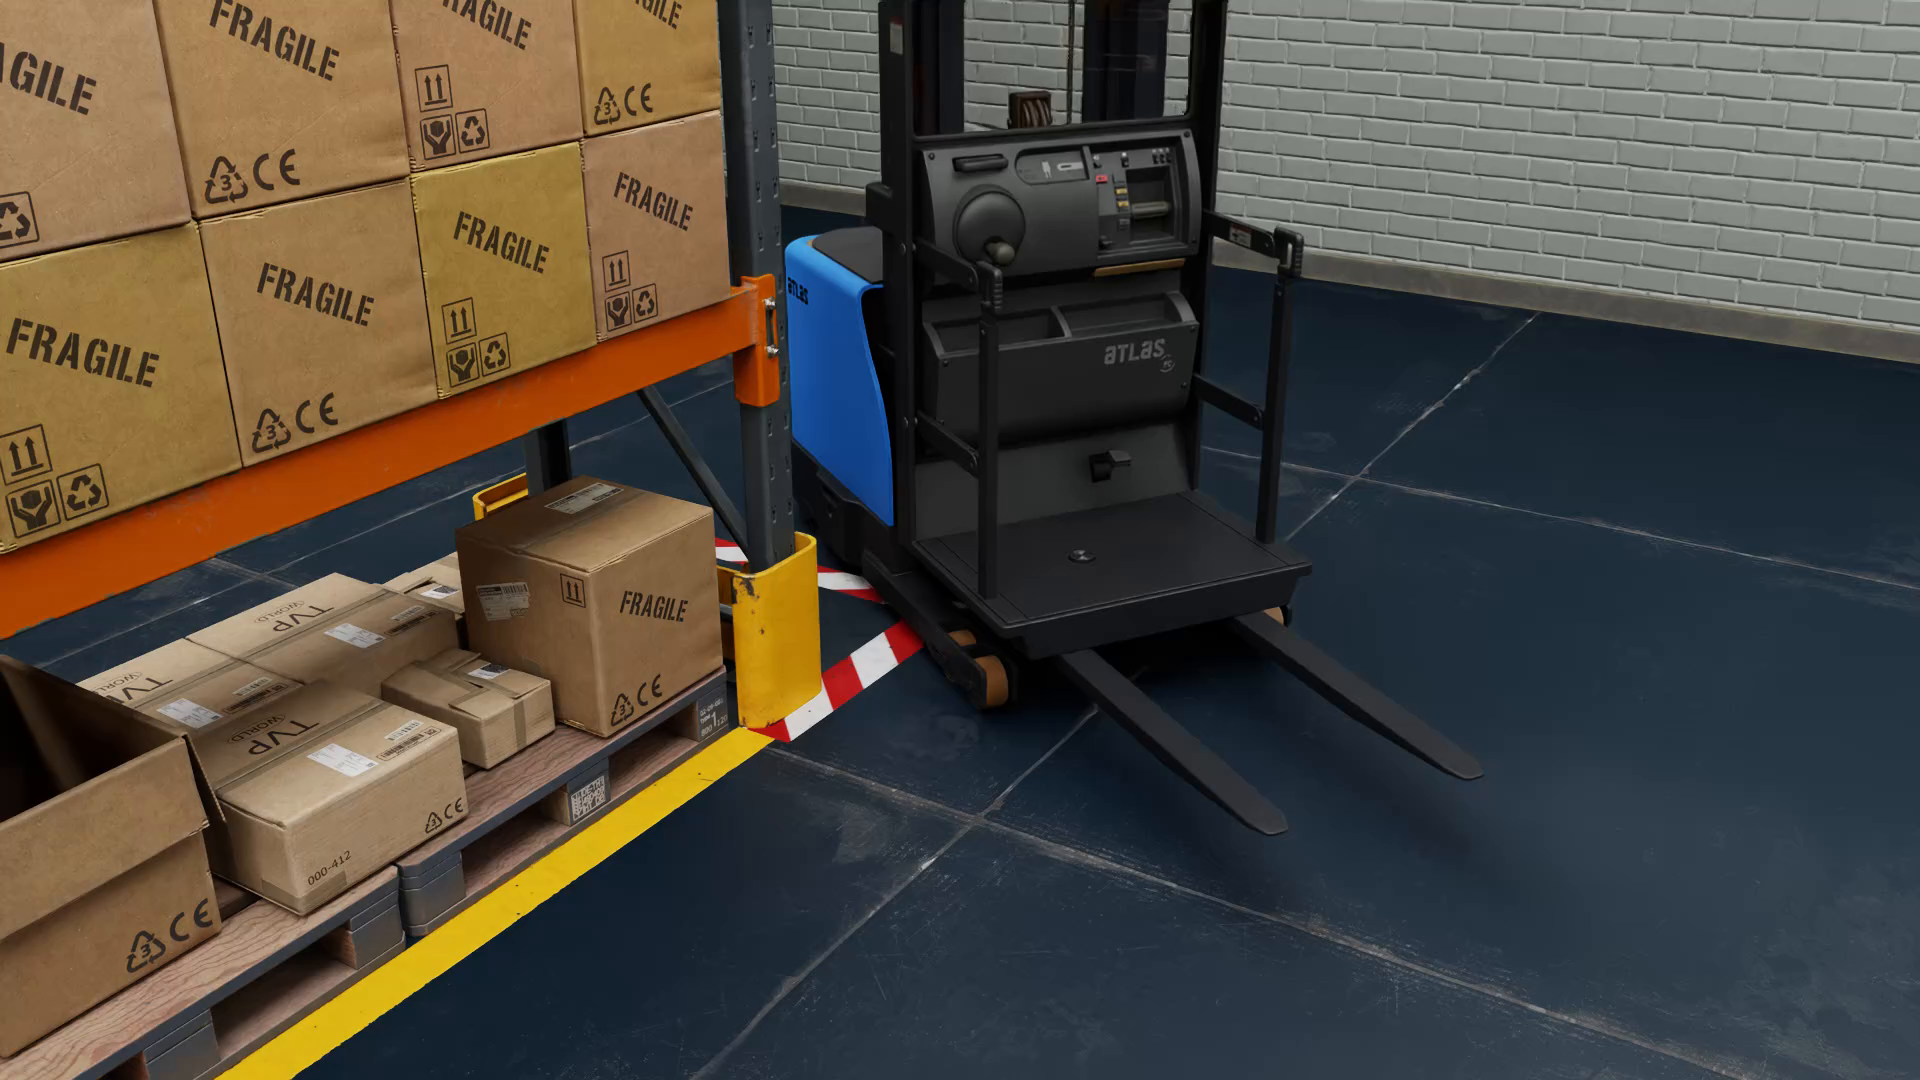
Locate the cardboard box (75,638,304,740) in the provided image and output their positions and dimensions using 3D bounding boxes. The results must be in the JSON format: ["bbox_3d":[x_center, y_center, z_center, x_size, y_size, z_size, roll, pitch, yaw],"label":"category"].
[{"bbox_3d":[-2.008,0.511,4.201,0.500,0.250,0.500,14,27,29],"label":"cardboard box"}]

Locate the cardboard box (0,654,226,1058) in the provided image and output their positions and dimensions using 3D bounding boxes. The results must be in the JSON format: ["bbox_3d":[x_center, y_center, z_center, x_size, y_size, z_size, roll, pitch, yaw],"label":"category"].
[{"bbox_3d":[-2.076,0.648,3.566,0.797,0.503,0.637,14,27,29],"label":"cardboard box"}]

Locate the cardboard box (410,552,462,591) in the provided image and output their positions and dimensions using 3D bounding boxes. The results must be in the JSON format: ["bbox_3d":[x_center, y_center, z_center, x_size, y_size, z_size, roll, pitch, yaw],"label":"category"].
[{"bbox_3d":[-1.465,0.165,5.128,0.380,0.149,0.250,14,27,29],"label":"cardboard box"}]

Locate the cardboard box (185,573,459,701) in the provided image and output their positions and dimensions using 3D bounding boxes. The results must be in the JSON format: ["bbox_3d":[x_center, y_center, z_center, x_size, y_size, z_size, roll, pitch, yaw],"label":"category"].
[{"bbox_3d":[-1.744,0.342,4.591,0.500,0.250,0.500,14,27,29],"label":"cardboard box"}]

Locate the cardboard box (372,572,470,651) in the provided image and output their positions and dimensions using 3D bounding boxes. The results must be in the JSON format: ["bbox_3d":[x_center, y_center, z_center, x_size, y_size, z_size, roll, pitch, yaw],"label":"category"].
[{"bbox_3d":[-1.597,0.241,4.929,0.380,0.166,0.250,14,27,29],"label":"cardboard box"}]

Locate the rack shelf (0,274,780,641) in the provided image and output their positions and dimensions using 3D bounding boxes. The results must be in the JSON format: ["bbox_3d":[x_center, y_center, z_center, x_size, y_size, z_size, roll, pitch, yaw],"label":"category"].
[{"bbox_3d":[-2.007,-0.005,3.392,1.077,0.370,4.000,14,27,29],"label":"rack shelf"}]

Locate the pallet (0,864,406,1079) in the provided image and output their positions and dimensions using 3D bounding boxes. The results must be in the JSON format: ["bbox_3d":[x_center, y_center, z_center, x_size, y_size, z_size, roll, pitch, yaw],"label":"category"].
[{"bbox_3d":[-2.057,0.974,3.734,1.003,0.211,1.213,14,27,29],"label":"pallet"}]

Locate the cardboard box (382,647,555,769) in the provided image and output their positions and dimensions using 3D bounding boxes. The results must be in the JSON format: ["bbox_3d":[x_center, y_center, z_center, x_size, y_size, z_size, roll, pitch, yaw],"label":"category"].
[{"bbox_3d":[-1.320,0.441,4.469,0.380,0.166,0.250,14,27,29],"label":"cardboard box"}]

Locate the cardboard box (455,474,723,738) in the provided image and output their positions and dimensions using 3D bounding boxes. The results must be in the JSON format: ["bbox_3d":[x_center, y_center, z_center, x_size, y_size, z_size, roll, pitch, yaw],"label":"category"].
[{"bbox_3d":[-1.030,0.170,4.675,0.500,0.500,0.500,14,27,29],"label":"cardboard box"}]

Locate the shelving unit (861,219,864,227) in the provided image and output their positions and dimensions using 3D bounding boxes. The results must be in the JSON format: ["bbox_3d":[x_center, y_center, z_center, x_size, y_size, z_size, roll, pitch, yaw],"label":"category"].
[{"bbox_3d":[-0.233,-0.760,6.684,0.252,1.050,0.215,-10,25,-23],"label":"shelving unit"}]

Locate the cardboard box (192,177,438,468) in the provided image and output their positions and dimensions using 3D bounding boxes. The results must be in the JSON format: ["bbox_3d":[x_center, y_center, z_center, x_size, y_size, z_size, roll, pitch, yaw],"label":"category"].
[{"bbox_3d":[-1.496,-0.505,3.516,0.500,0.500,0.500,14,27,29],"label":"cardboard box"}]

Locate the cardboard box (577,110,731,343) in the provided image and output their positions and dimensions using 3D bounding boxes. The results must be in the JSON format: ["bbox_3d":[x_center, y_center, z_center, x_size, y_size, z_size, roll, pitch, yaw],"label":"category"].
[{"bbox_3d":[-0.957,-0.848,4.308,0.500,0.500,0.500,15,27,31],"label":"cardboard box"}]

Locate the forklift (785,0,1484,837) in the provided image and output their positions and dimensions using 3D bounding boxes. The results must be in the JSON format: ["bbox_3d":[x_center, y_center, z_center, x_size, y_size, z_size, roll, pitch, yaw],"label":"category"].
[{"bbox_3d":[0.417,-1.025,4.929,1.130,2.935,3.031,-10,26,-23],"label":"forklift"}]

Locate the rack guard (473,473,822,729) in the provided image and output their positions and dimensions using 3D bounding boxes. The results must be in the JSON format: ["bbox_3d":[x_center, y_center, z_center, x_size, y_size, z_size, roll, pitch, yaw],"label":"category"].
[{"bbox_3d":[-0.992,0.162,5.246,1.175,0.500,0.348,14,27,29],"label":"rack guard"}]

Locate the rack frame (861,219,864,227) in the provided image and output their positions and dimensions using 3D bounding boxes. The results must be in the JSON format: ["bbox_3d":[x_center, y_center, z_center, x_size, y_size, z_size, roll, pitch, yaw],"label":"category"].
[{"bbox_3d":[-0.343,-0.740,6.637,0.008,1.050,0.200,-10,25,-23],"label":"rack frame"}]

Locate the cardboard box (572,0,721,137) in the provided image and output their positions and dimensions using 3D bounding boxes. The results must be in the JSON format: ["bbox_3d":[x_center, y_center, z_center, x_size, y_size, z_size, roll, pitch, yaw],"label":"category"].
[{"bbox_3d":[-0.954,-1.308,4.110,0.500,0.500,0.500,14,27,29],"label":"cardboard box"}]

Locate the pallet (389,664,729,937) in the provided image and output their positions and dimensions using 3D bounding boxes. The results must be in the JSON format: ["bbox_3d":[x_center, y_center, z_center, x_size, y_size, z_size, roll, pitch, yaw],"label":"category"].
[{"bbox_3d":[-1.412,0.564,4.682,1.003,0.211,1.213,14,27,29],"label":"pallet"}]

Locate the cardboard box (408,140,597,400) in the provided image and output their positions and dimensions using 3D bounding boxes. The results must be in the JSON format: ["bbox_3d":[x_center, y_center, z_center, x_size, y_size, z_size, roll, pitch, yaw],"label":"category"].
[{"bbox_3d":[-1.228,-0.672,3.902,0.500,0.500,0.500,14,27,29],"label":"cardboard box"}]

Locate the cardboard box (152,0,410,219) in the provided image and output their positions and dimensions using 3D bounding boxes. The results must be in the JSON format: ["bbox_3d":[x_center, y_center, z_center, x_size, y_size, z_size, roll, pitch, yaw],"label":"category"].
[{"bbox_3d":[-1.489,-0.961,3.309,0.500,0.500,0.500,15,27,30],"label":"cardboard box"}]

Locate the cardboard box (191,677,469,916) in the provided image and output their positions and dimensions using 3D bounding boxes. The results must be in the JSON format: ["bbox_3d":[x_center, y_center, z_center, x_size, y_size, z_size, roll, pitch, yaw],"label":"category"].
[{"bbox_3d":[-1.556,0.599,3.998,0.500,0.250,0.500,14,27,29],"label":"cardboard box"}]

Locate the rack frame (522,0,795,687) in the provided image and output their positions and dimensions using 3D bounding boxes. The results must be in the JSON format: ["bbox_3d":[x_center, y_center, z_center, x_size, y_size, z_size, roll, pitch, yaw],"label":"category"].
[{"bbox_3d":[-0.952,-1.011,4.809,1.000,3.000,0.127,14,27,29],"label":"rack frame"}]

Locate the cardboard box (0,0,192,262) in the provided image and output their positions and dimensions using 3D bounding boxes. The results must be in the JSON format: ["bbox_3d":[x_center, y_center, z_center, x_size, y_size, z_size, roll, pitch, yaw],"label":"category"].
[{"bbox_3d":[-1.760,-0.788,2.909,0.500,0.500,0.500,15,27,31],"label":"cardboard box"}]

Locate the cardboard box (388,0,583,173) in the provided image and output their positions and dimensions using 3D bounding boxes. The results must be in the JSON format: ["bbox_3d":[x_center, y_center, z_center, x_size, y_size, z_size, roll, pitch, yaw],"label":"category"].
[{"bbox_3d":[-1.219,-1.137,3.716,0.500,0.500,0.500,15,27,30],"label":"cardboard box"}]

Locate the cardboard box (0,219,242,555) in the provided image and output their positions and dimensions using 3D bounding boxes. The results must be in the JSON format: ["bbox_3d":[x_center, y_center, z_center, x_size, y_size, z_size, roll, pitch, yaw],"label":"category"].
[{"bbox_3d":[-1.762,-0.335,3.123,0.500,0.500,0.500,13,27,28],"label":"cardboard box"}]
